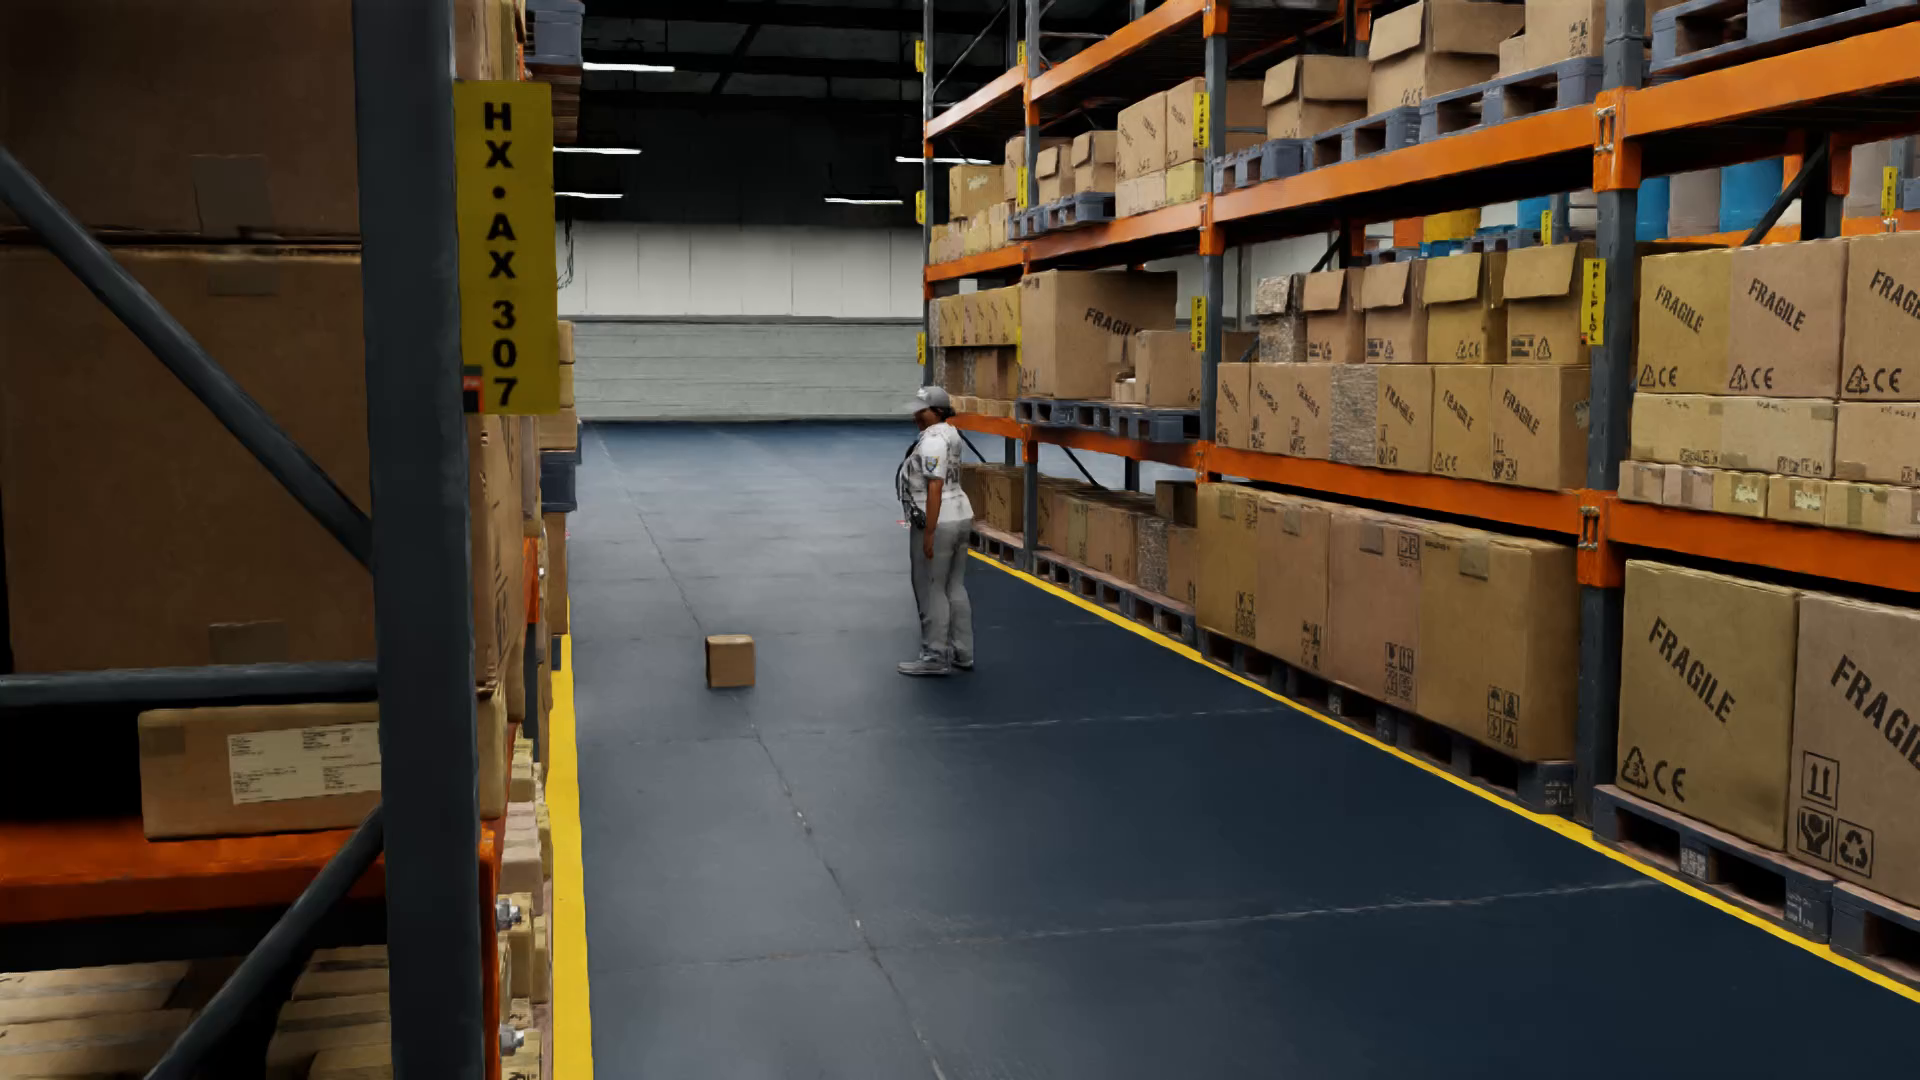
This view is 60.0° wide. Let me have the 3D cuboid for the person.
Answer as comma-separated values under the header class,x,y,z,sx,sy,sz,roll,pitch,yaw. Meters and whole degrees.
class,x,y,z,sx,sy,sz,roll,pitch,yaw
person,-0.124,-0.069,9.701,0.398,1.668,0.591,2,7,19
